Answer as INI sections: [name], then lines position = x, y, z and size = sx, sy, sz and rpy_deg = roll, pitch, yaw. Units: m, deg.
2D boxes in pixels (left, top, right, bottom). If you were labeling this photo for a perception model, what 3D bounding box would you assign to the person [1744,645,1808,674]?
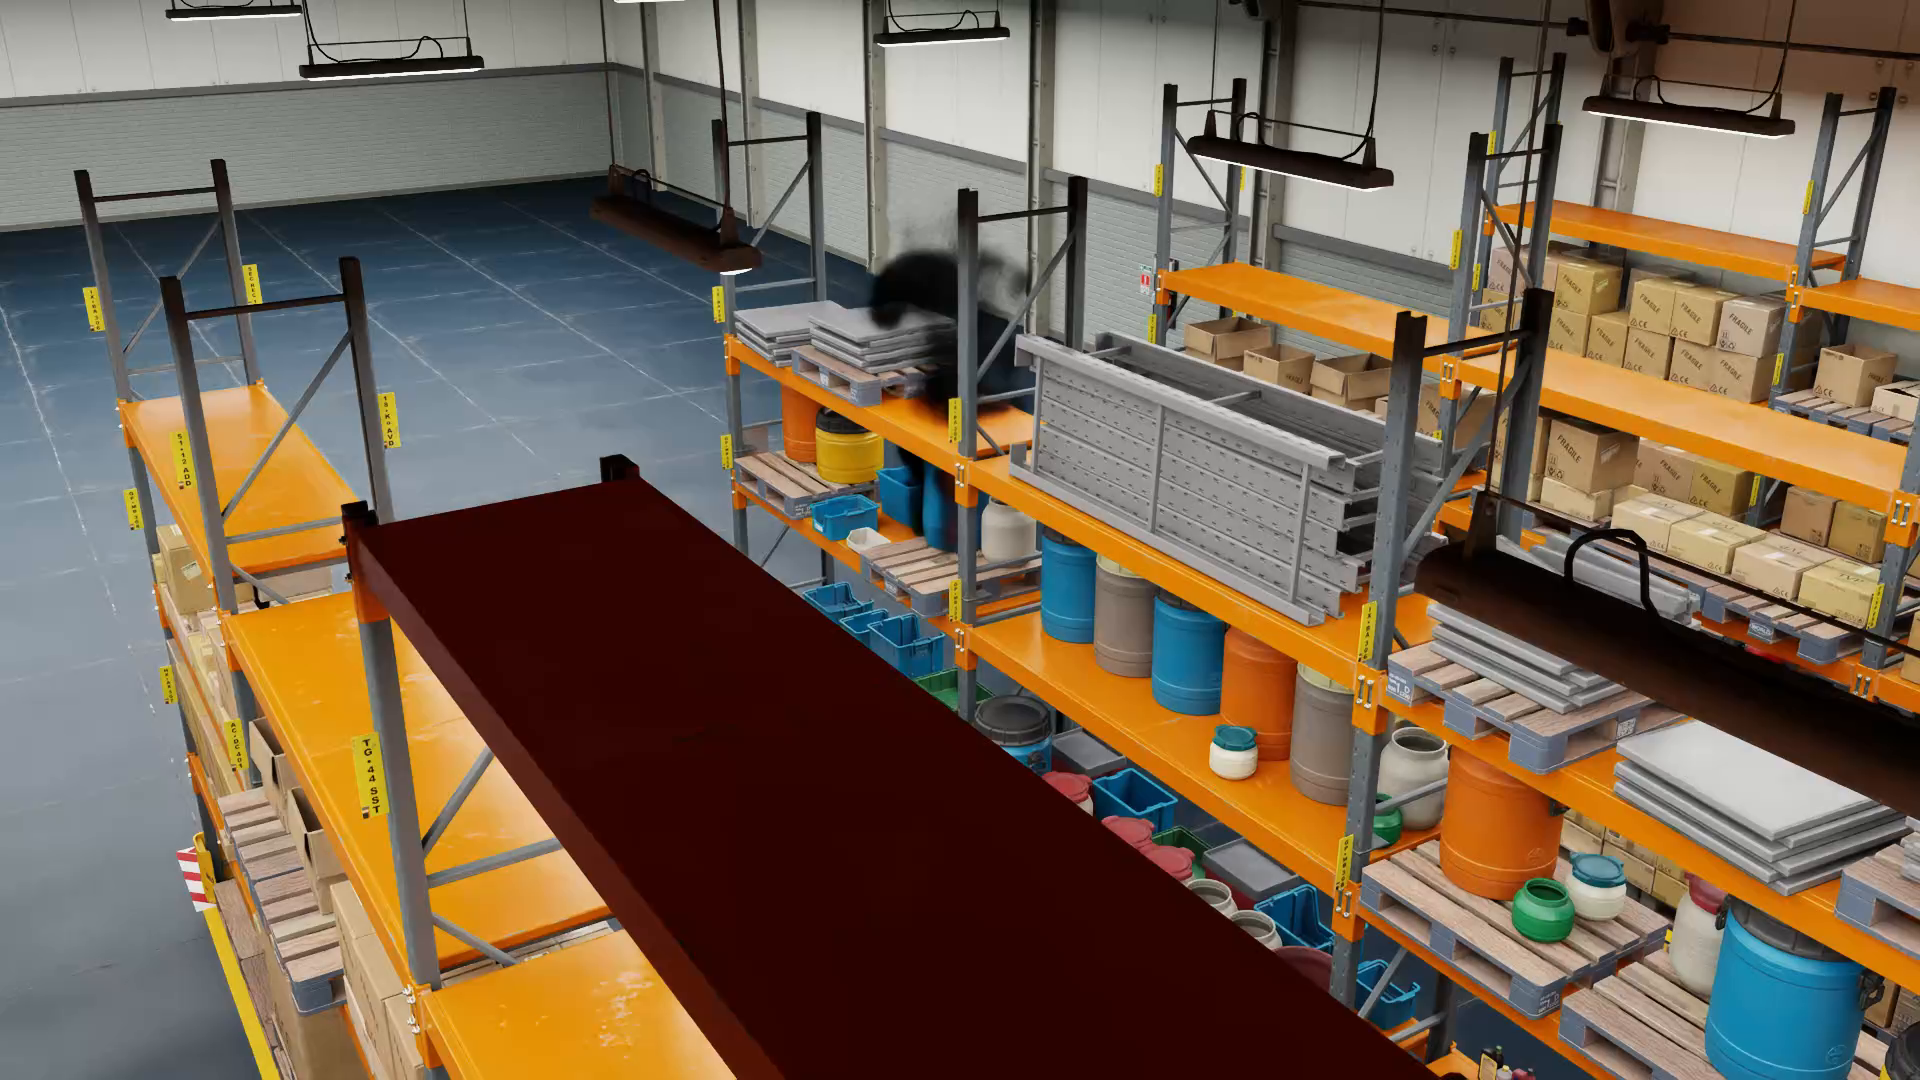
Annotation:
[person]
position = 7.332, 1.532, 15.322
size = 0.626, 1.810, 0.800
rpy_deg = -14, 26, -32
